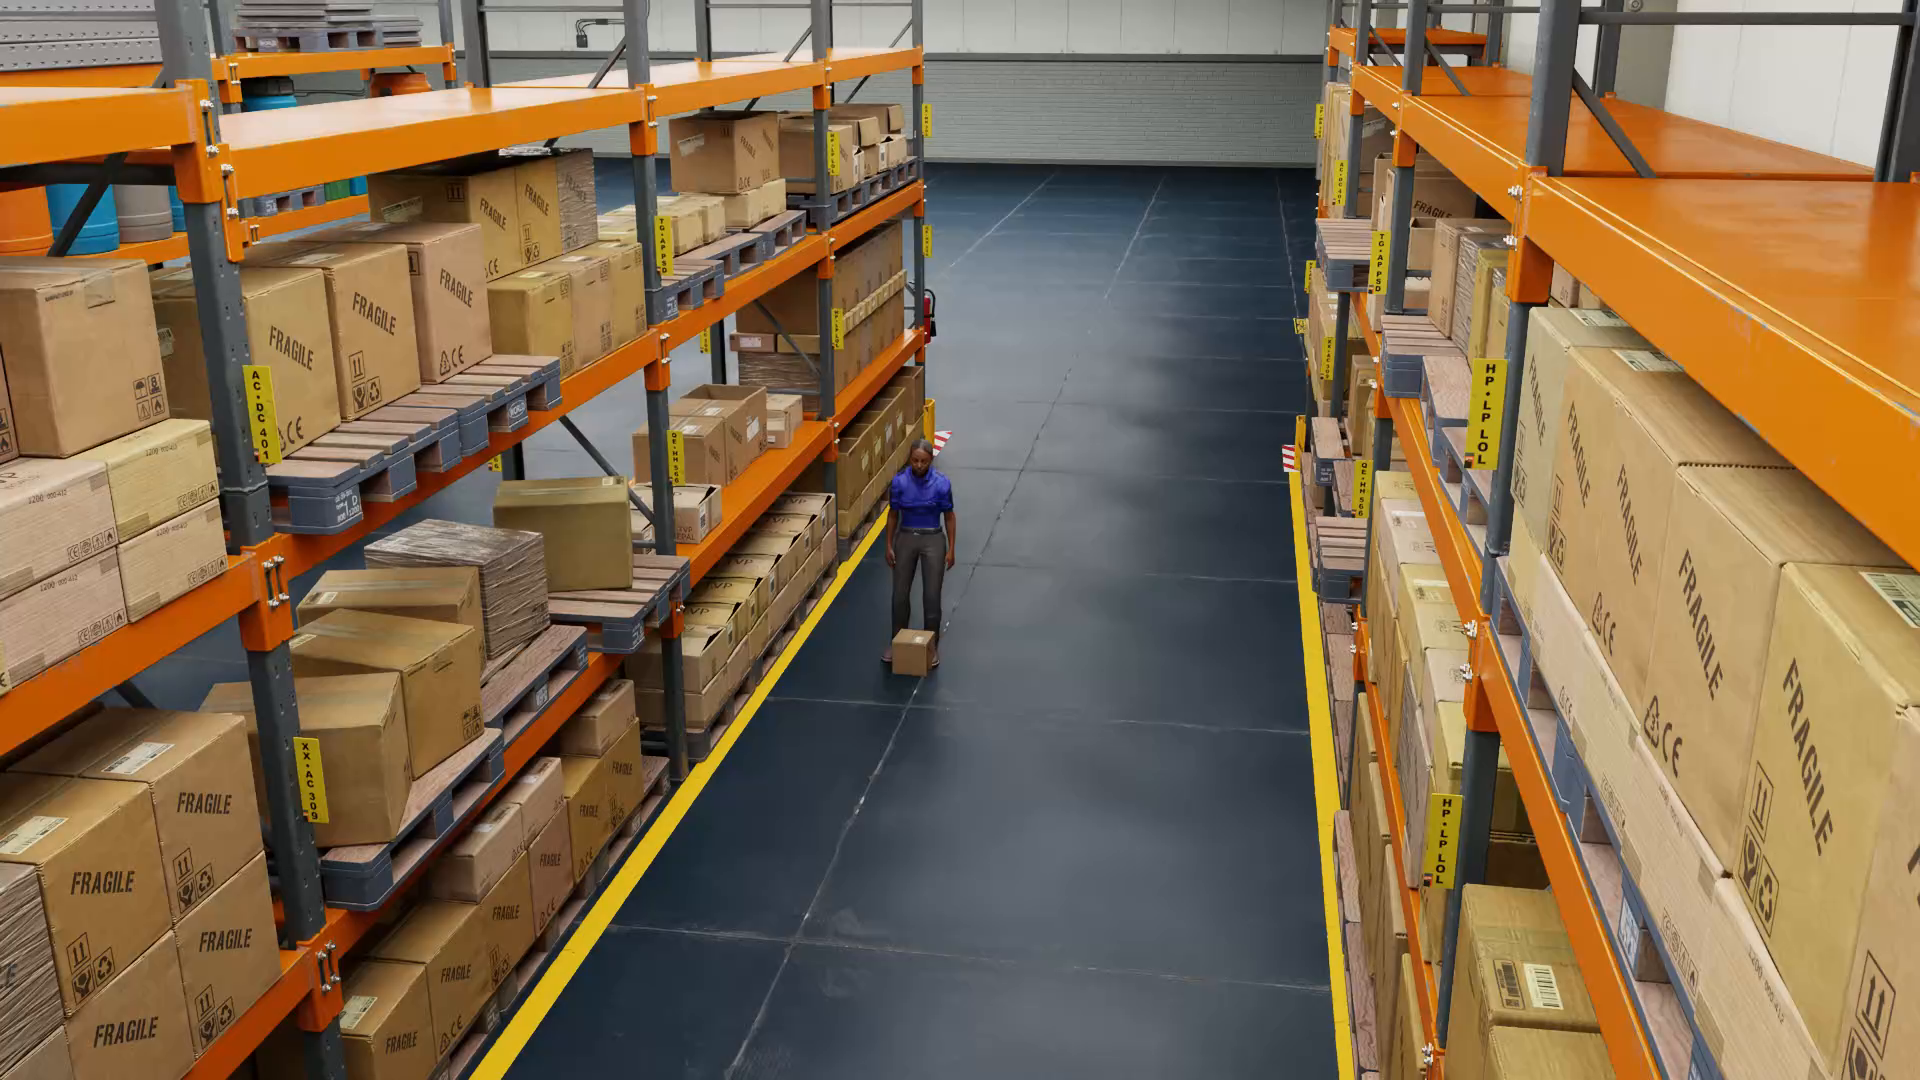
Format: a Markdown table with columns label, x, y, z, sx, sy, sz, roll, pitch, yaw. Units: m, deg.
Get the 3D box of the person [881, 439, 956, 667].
| label | x | y | z | sx | sy | sz | roll | pitch | yaw |
| --- | --- | --- | --- | --- | --- | --- | --- | --- | --- |
| person | -0.298 | 0.072 | 11.840 | 0.531 | 1.656 | 0.396 | 2 | 18 | 7 |
